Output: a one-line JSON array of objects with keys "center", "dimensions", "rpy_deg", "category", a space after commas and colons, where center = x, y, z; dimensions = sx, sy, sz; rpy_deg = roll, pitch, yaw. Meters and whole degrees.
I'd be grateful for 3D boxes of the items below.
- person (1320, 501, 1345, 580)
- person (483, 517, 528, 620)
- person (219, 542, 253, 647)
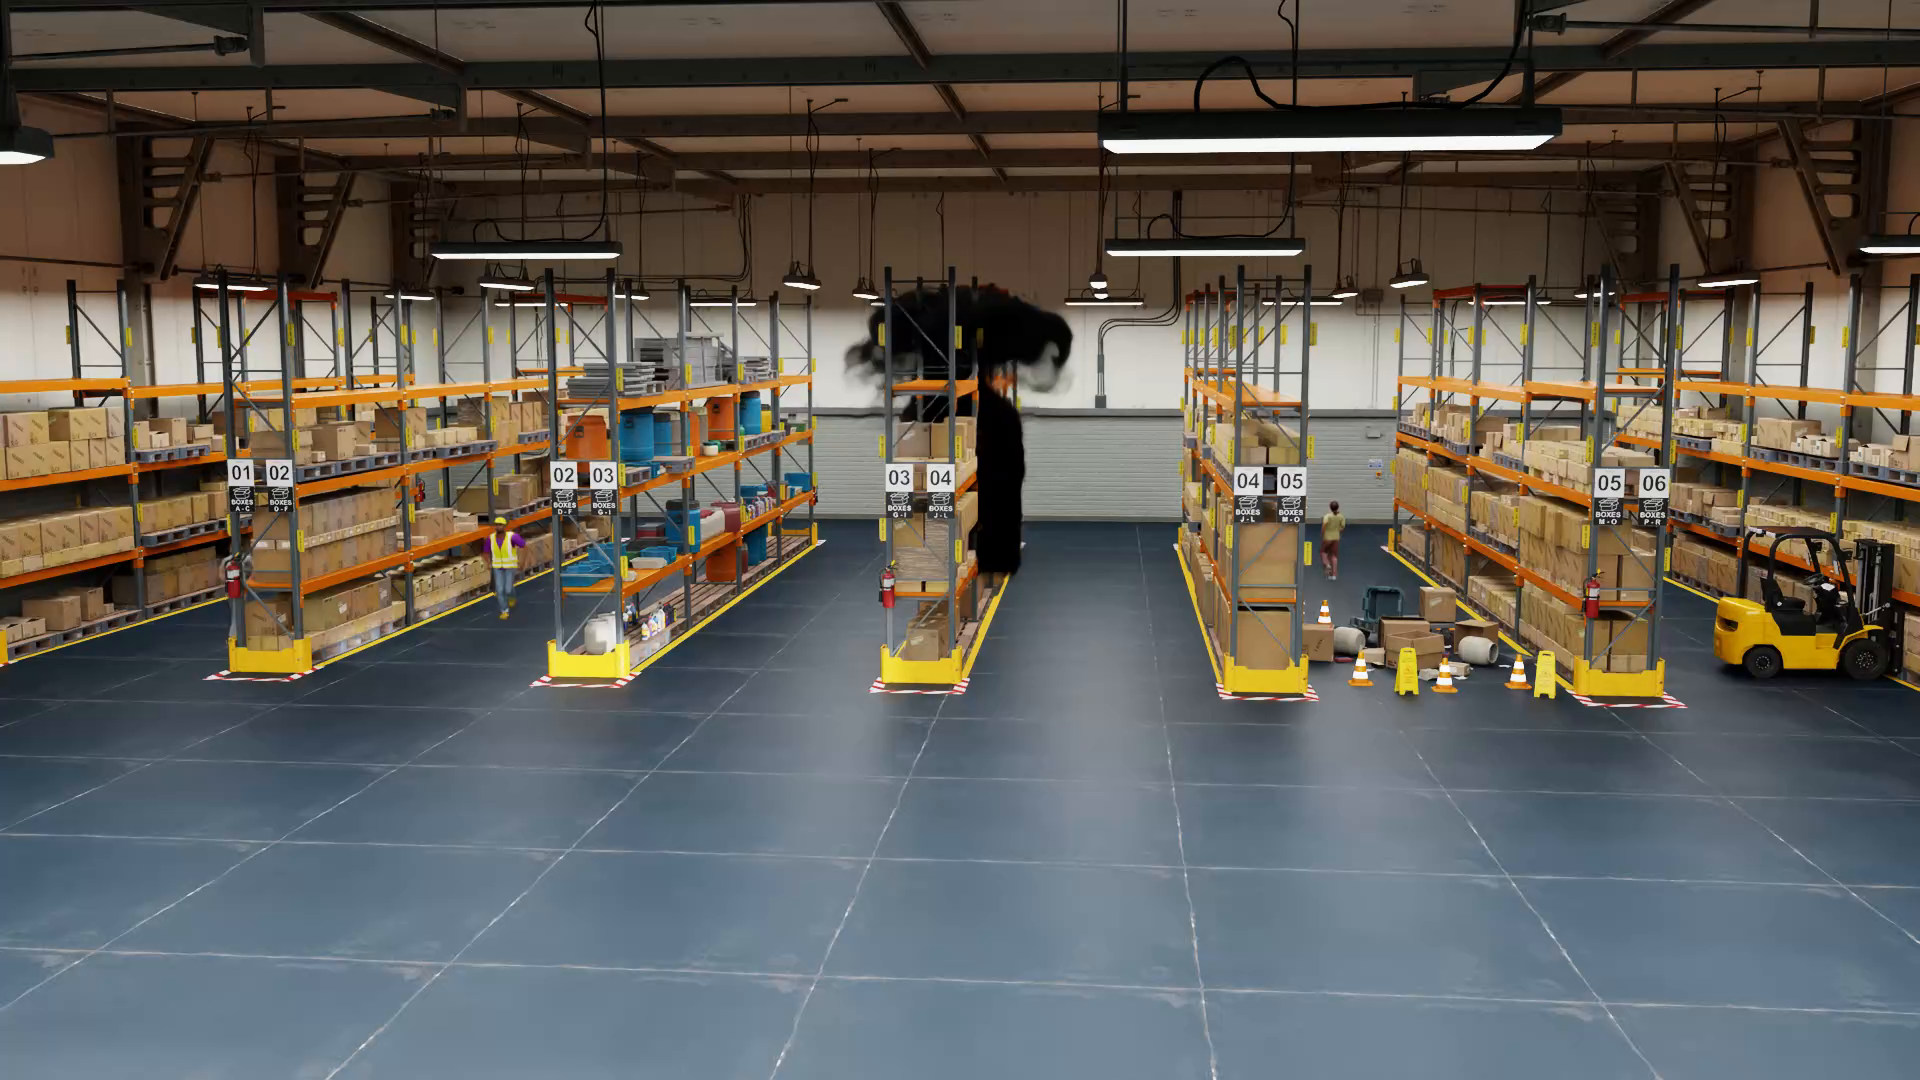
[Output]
[{"center": [7.641, 0.002, 34.276], "dimensions": [0.564, 1.621, 0.566], "rpy_deg": [-1, 7, -7], "category": "person"}, {"center": [-7.649, 0.470, 27.951], "dimensions": [0.725, 1.741, 0.654], "rpy_deg": [0, 7, 0], "category": "person"}, {"center": [-11.977, 0.847, 27.557], "dimensions": [0.536, 1.671, 1.125], "rpy_deg": [0, 7, 3], "category": "person"}]
